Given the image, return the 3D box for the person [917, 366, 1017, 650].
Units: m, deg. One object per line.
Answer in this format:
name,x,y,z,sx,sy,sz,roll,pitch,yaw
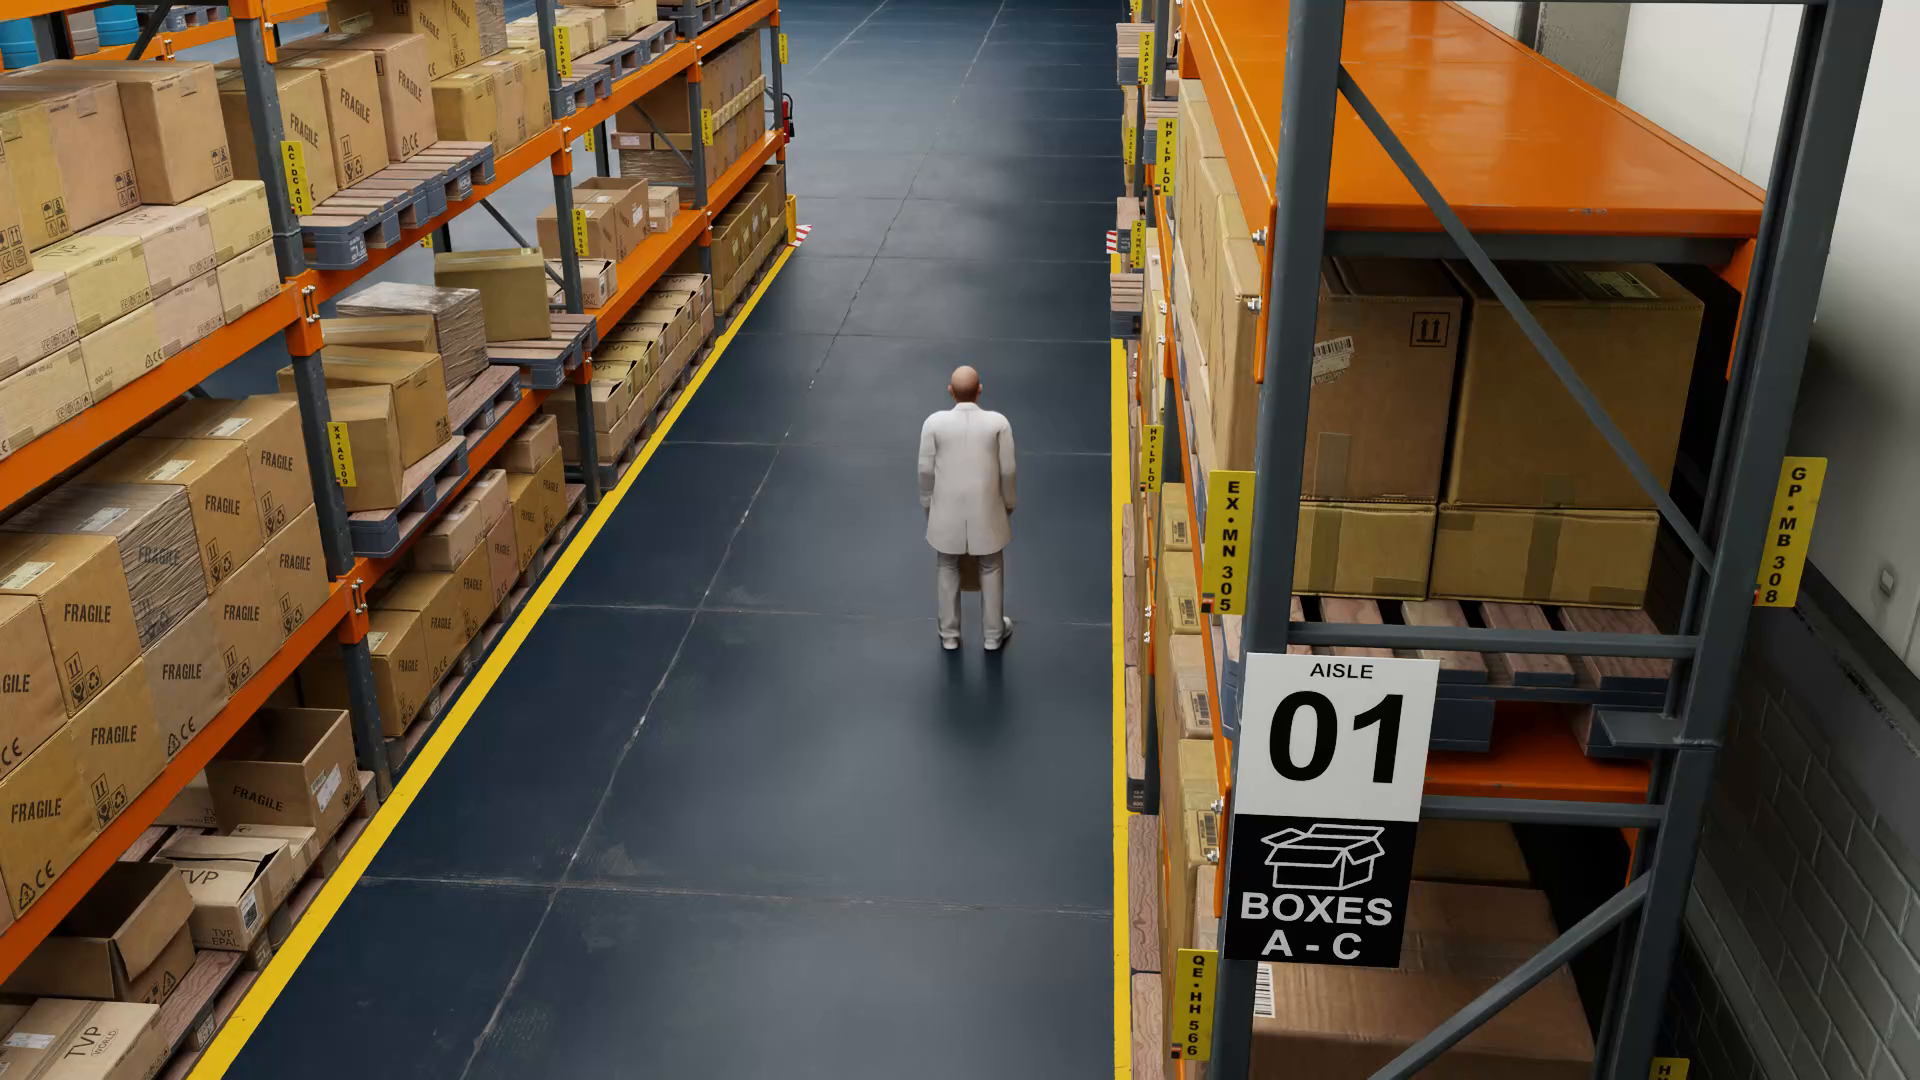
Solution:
person,0.045,-0.158,10.049,0.596,1.713,0.424,1,24,2
